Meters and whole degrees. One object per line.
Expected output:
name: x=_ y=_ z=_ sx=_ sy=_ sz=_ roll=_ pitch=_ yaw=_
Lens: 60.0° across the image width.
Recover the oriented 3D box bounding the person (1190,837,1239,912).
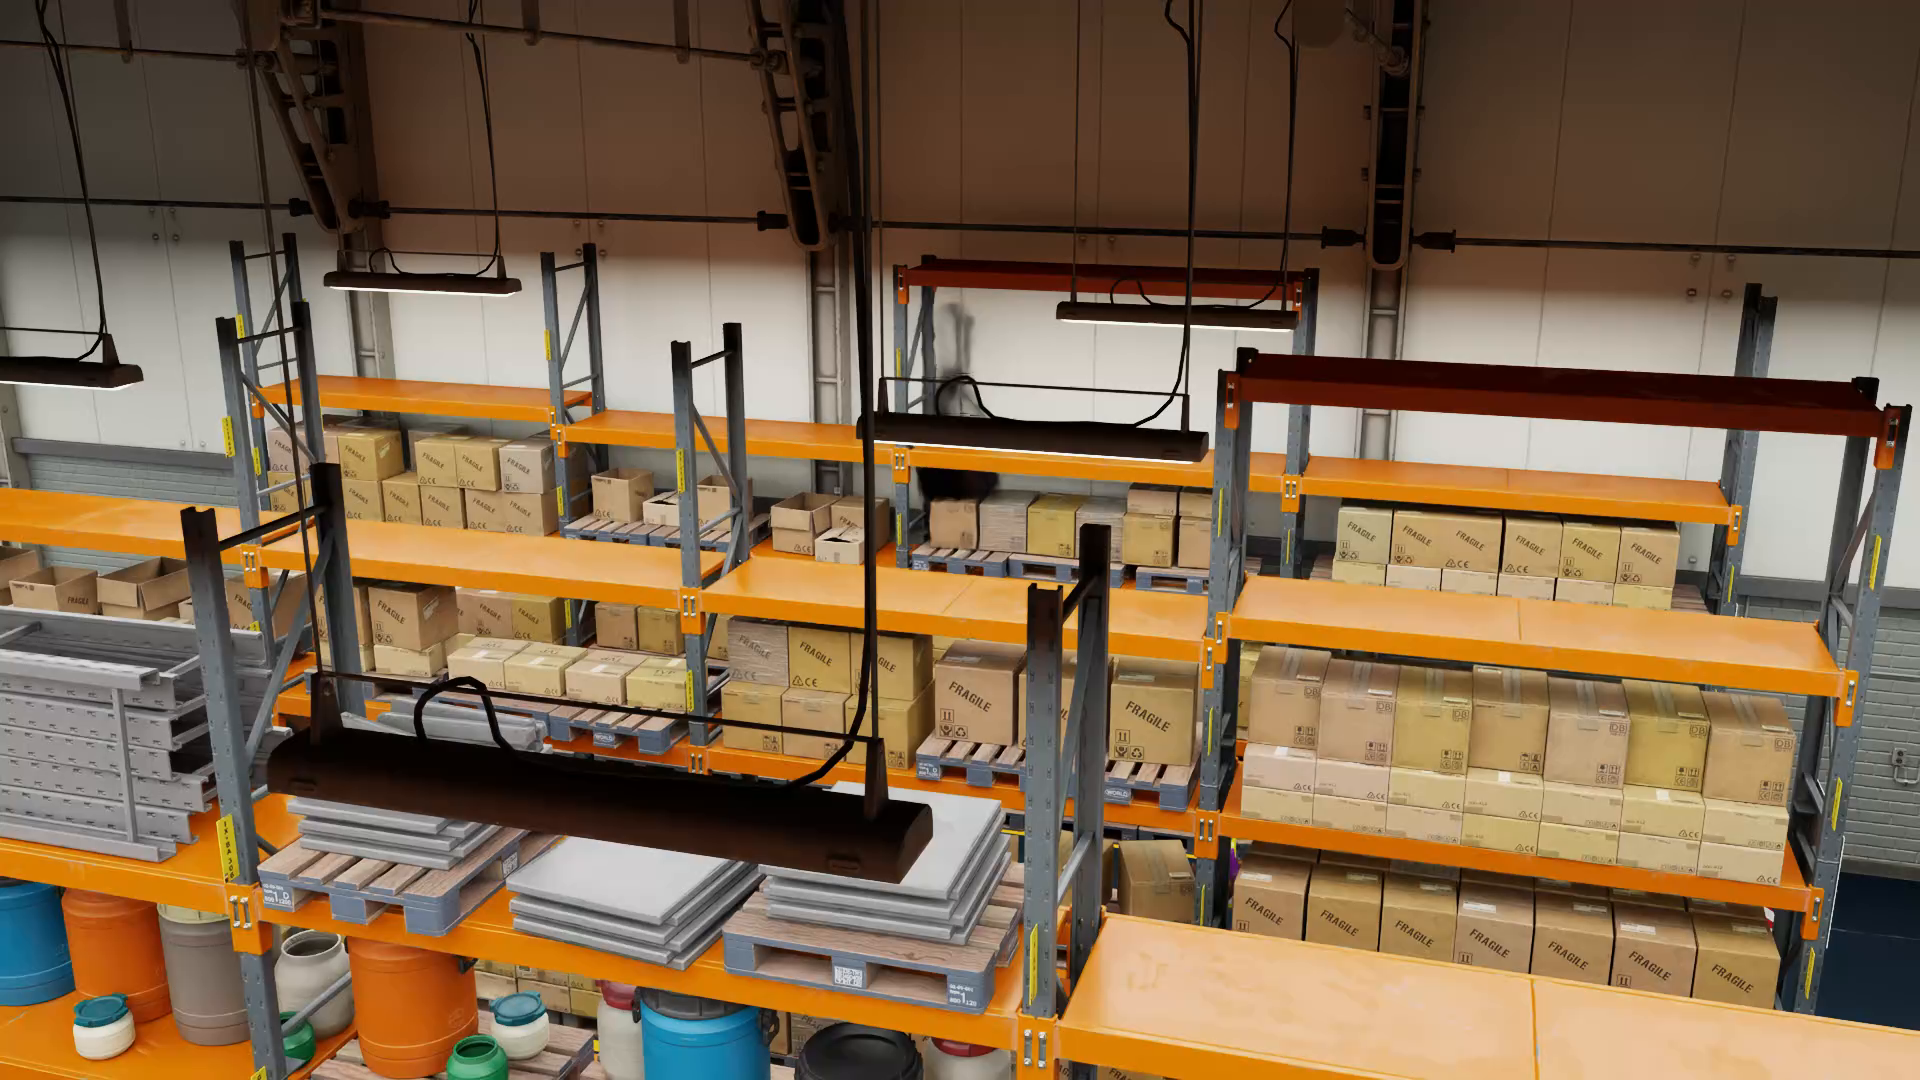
person: x=2.252 y=3.142 z=14.727 sx=0.575 sy=1.724 sz=0.701 roll=4 pitch=17 yaw=14
